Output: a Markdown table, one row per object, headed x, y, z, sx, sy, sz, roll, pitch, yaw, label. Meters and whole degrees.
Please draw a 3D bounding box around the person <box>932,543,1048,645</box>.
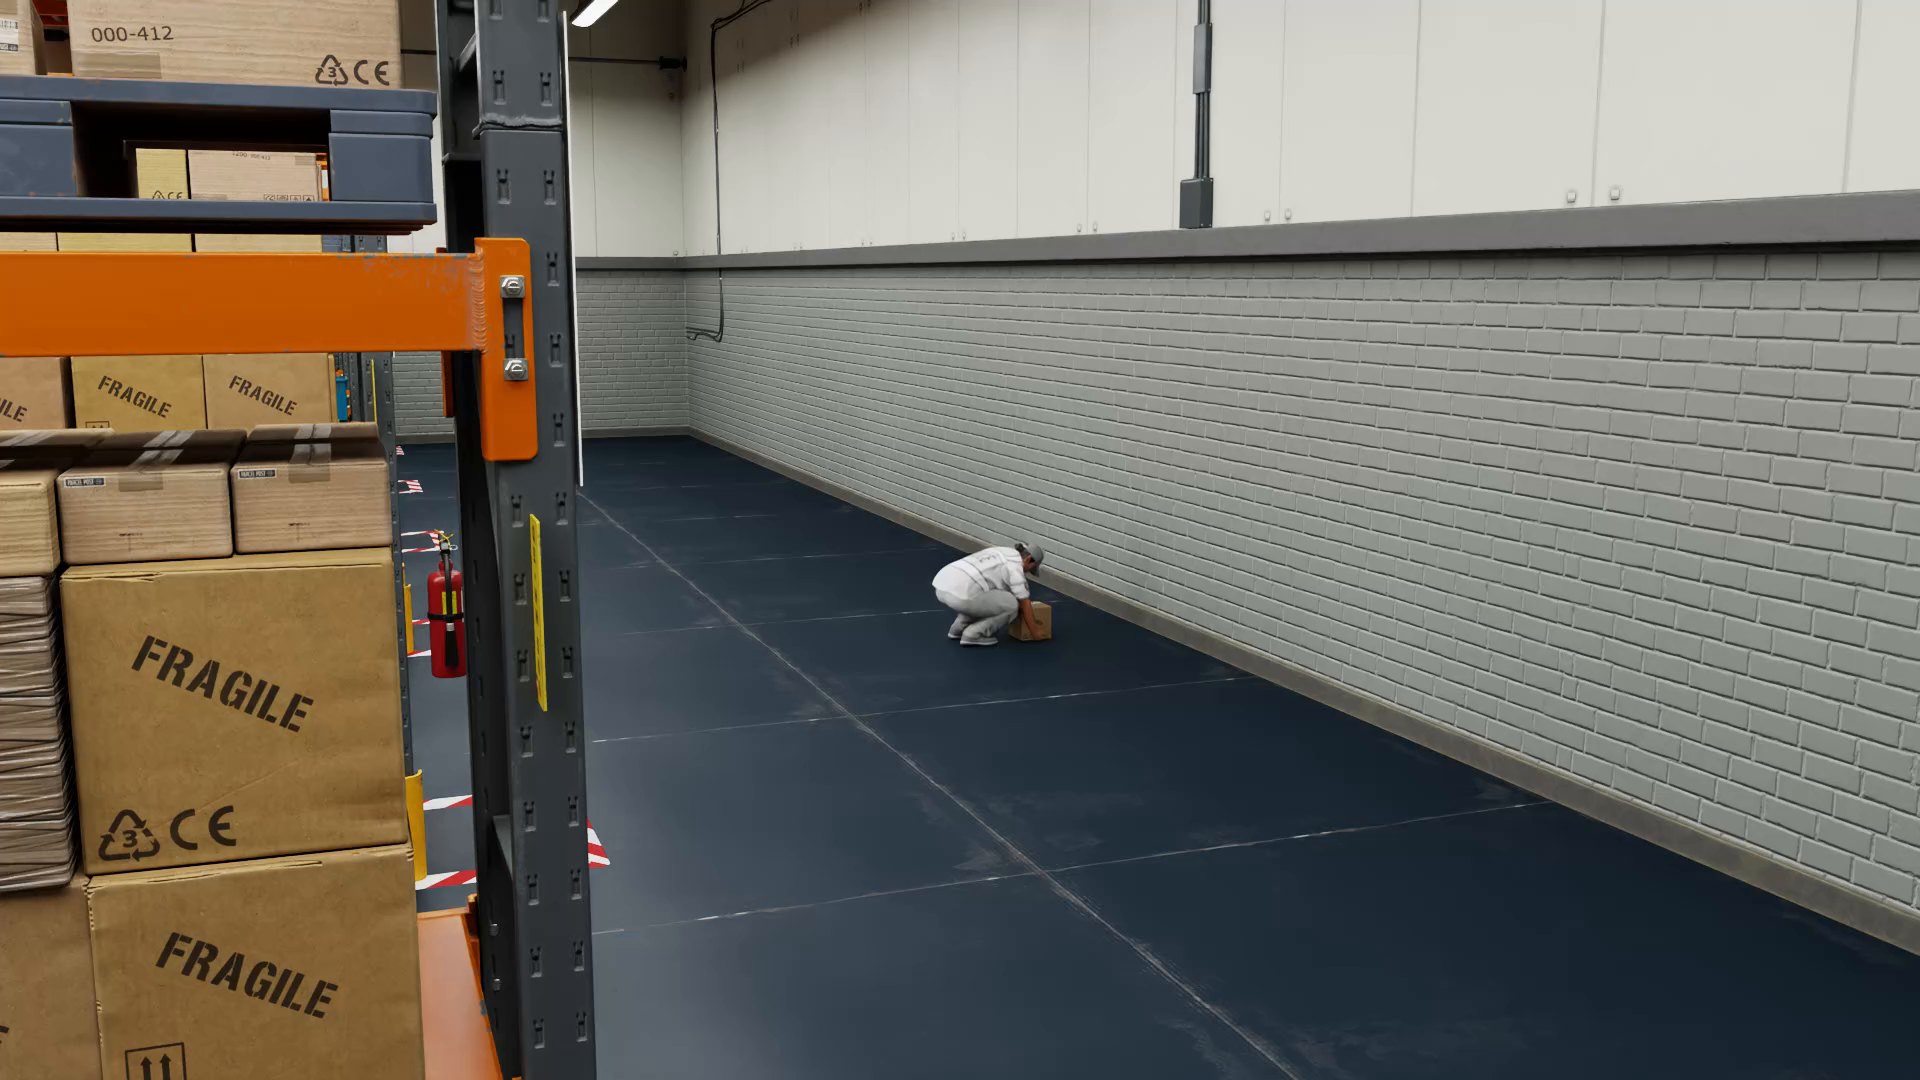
| x | y | z | sx | sy | sz | roll | pitch | yaw | label |
| --- | --- | --- | --- | --- | --- | --- | --- | --- | --- |
| 0.238 | 0.442 | 12.764 | 0.907 | 0.797 | 0.522 | -4 | 10 | -22 | person |
